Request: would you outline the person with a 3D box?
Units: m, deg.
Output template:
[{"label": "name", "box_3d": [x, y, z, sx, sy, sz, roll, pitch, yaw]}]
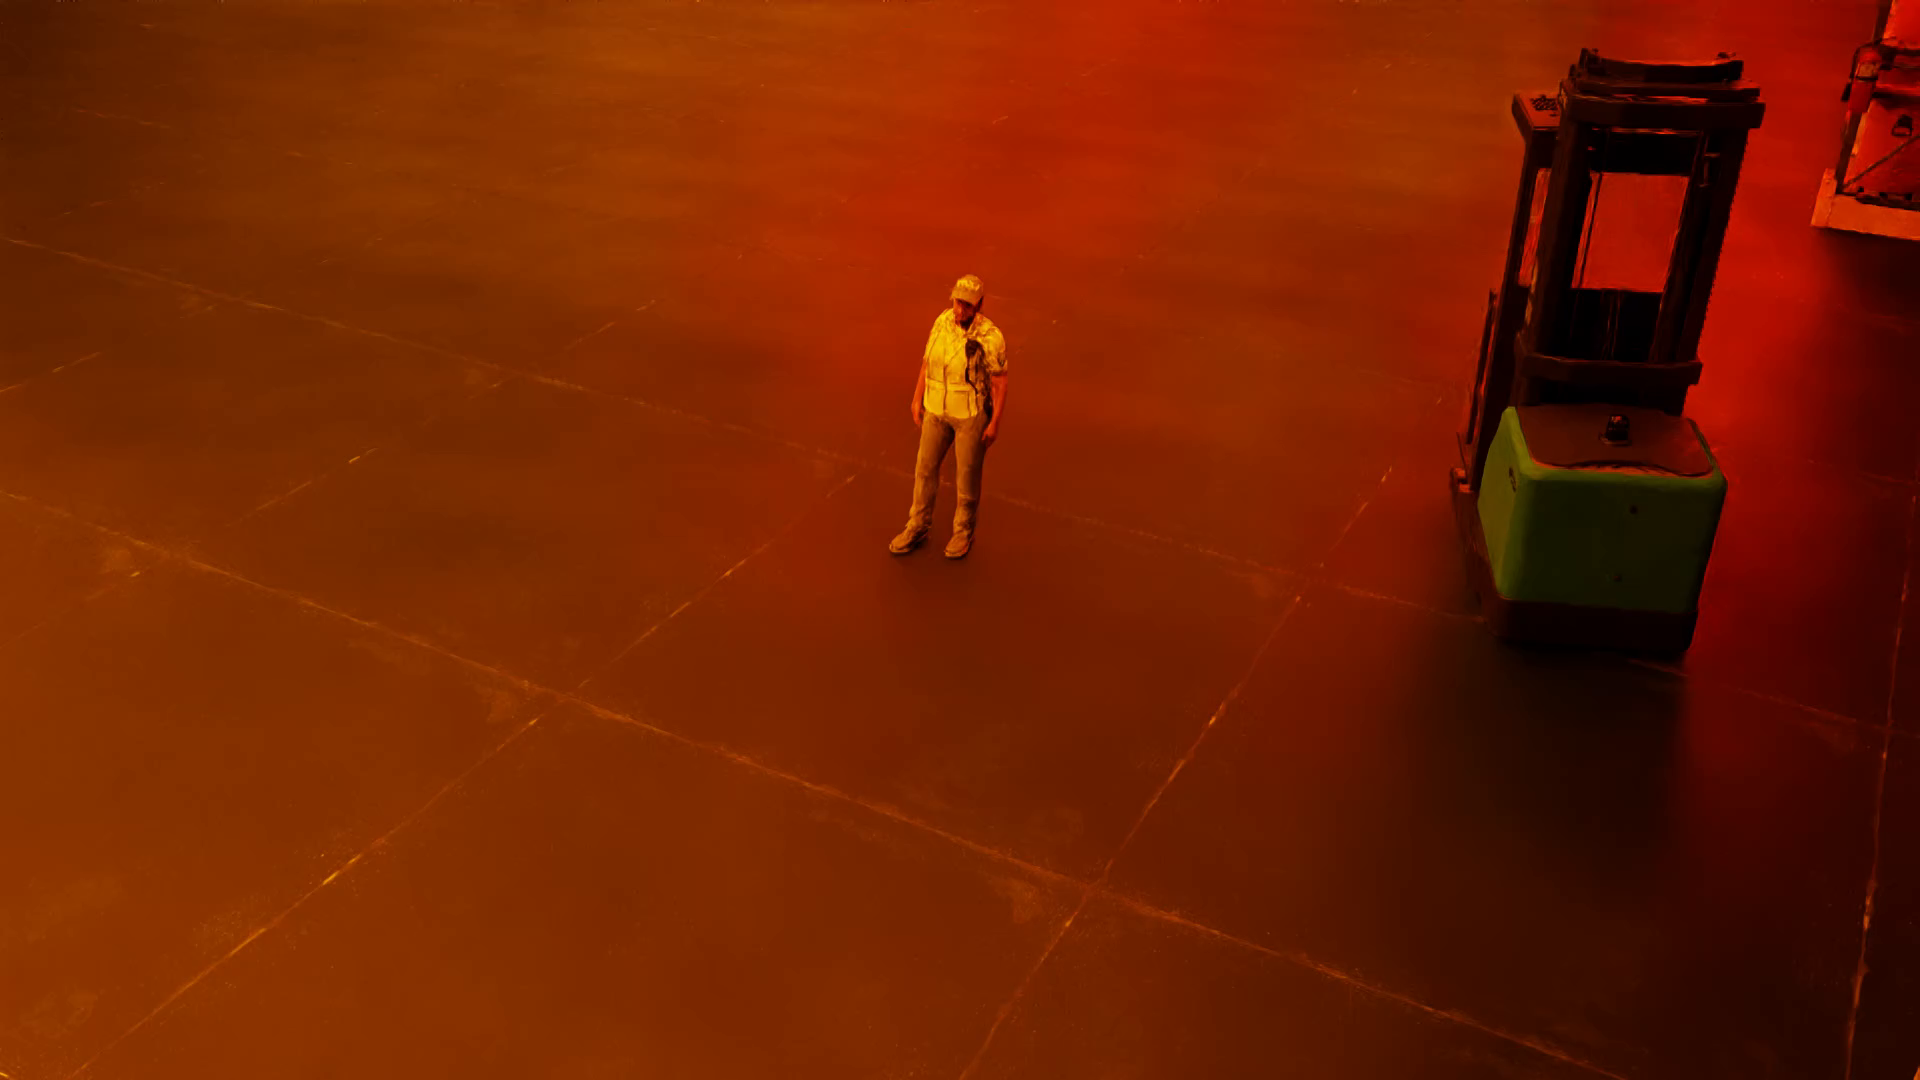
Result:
[{"label": "person", "box_3d": [-0.057, -0.700, 9.534, 0.598, 1.669, 0.529, 15, 33, 25]}]

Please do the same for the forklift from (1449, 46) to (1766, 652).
[{"label": "forklift", "box_3d": [3.606, -1.392, 9.483, 1.130, 2.935, 3.031, 4, 30, 8]}]
